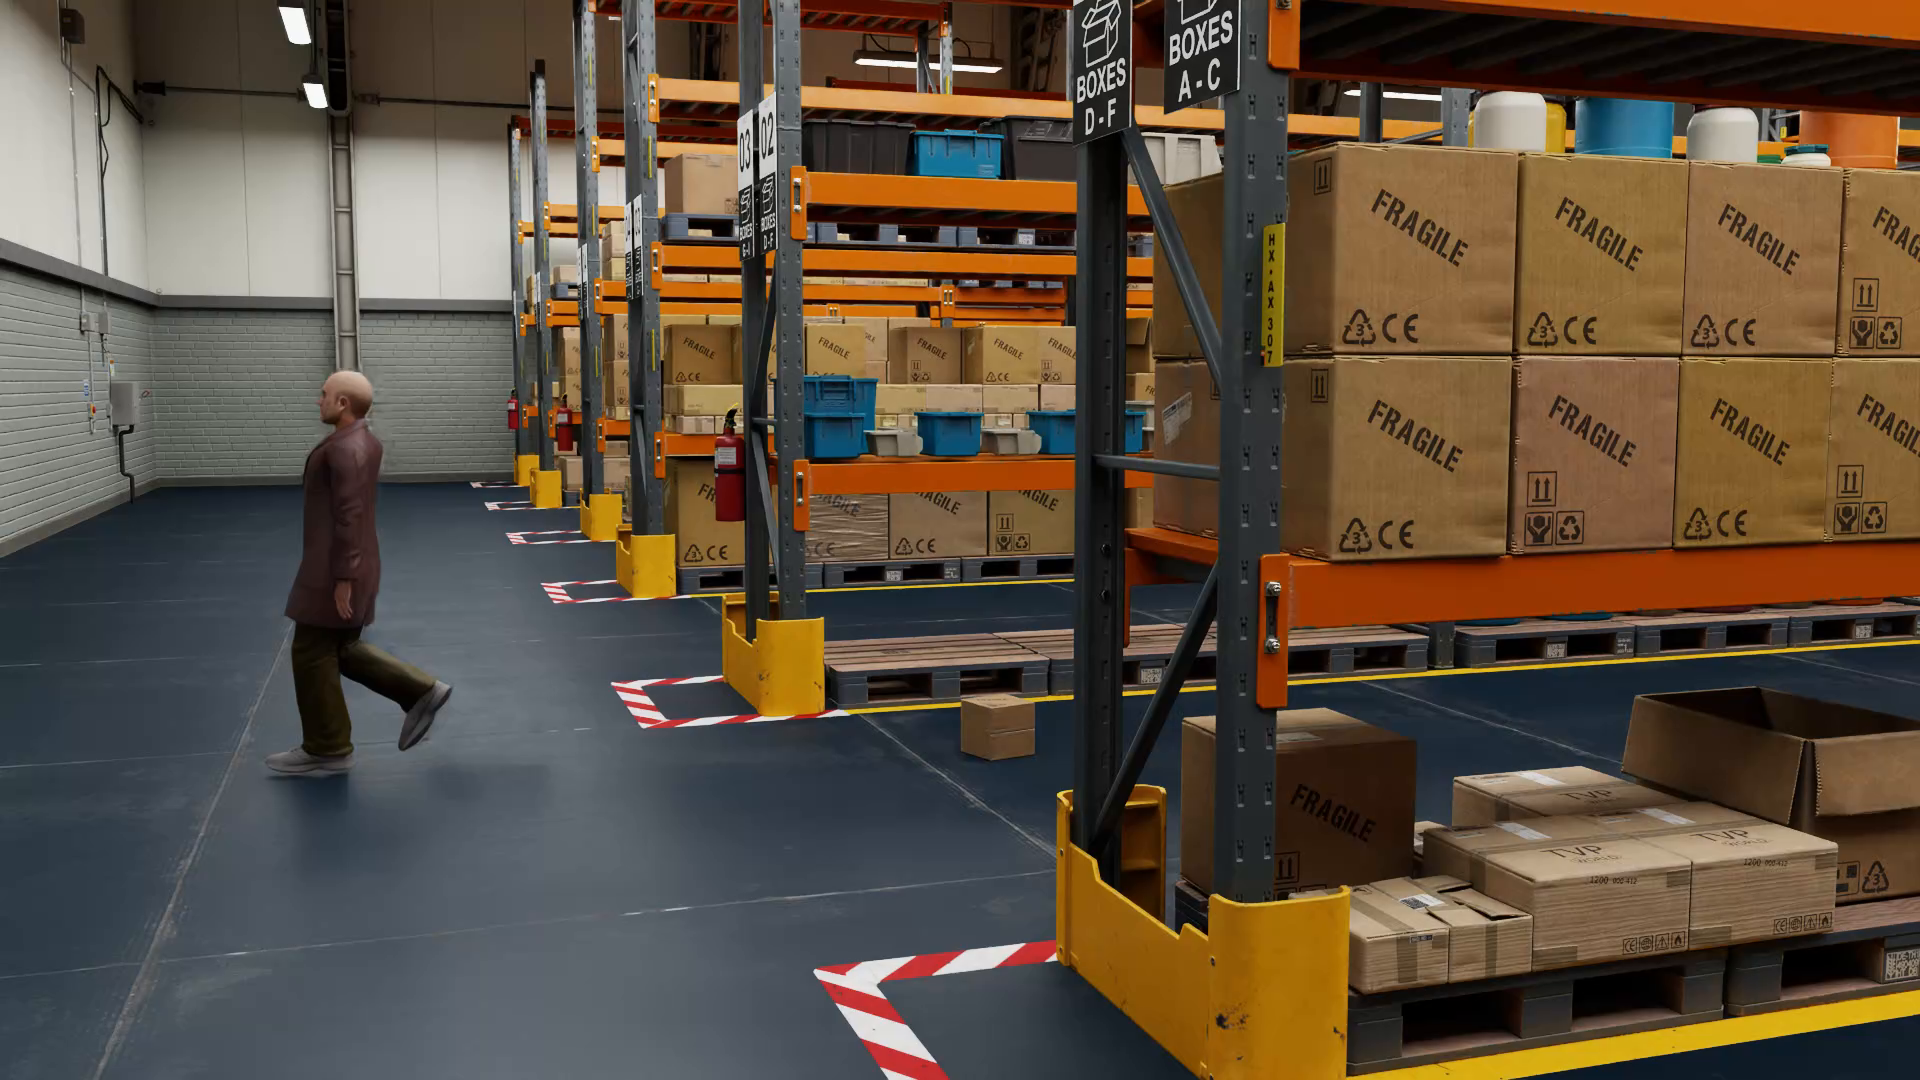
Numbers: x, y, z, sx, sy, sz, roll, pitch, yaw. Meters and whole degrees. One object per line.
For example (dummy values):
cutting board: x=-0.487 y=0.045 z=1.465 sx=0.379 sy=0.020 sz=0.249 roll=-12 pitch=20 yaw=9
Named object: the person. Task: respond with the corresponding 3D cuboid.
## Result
person: x=-2.681 y=0.133 z=7.363 sx=0.778 sy=1.756 sz=0.563 roll=-1 pitch=6 yaw=-7
